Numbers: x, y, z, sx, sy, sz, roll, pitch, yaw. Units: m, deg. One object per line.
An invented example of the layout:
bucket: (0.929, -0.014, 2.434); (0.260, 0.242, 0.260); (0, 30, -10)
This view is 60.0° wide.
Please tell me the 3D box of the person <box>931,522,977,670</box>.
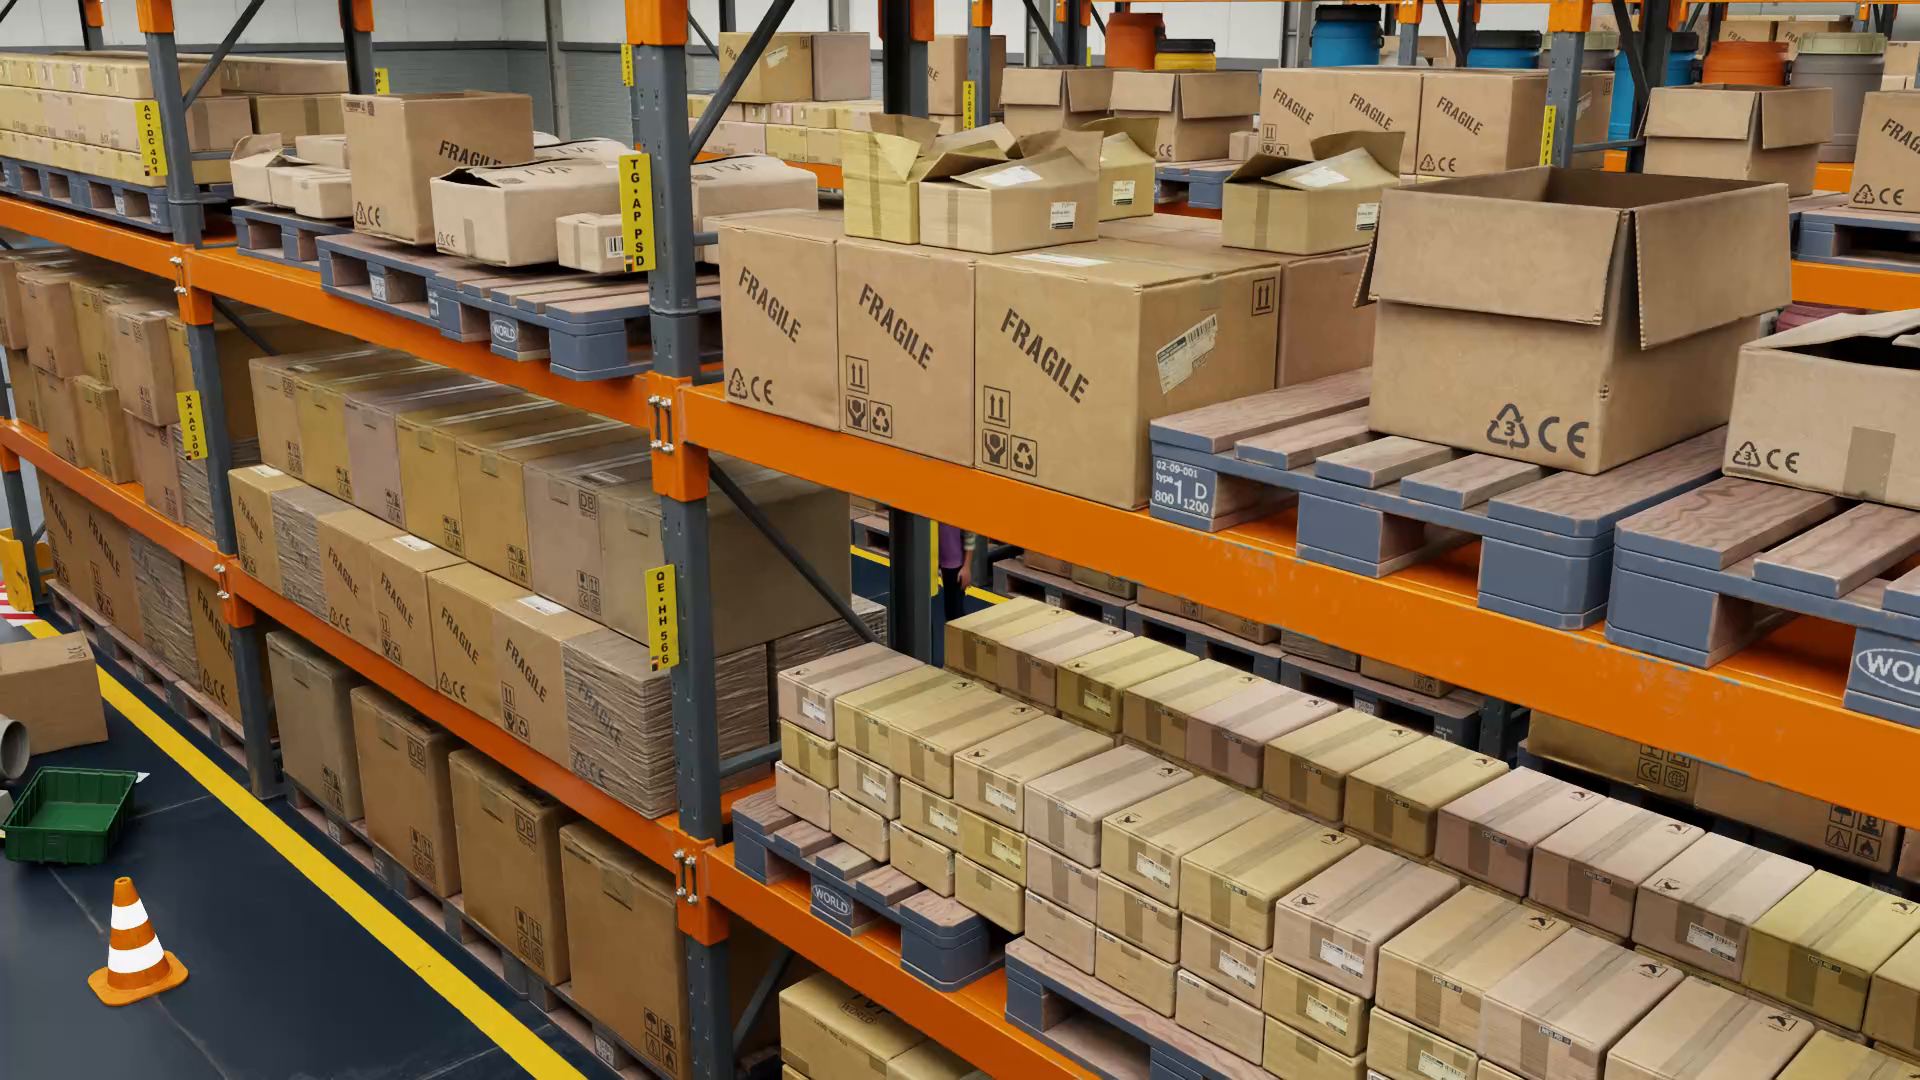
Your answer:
person: (-0.097, 0.149, 9.696); (0.443, 1.572, 0.630); (5, 18, 15)
